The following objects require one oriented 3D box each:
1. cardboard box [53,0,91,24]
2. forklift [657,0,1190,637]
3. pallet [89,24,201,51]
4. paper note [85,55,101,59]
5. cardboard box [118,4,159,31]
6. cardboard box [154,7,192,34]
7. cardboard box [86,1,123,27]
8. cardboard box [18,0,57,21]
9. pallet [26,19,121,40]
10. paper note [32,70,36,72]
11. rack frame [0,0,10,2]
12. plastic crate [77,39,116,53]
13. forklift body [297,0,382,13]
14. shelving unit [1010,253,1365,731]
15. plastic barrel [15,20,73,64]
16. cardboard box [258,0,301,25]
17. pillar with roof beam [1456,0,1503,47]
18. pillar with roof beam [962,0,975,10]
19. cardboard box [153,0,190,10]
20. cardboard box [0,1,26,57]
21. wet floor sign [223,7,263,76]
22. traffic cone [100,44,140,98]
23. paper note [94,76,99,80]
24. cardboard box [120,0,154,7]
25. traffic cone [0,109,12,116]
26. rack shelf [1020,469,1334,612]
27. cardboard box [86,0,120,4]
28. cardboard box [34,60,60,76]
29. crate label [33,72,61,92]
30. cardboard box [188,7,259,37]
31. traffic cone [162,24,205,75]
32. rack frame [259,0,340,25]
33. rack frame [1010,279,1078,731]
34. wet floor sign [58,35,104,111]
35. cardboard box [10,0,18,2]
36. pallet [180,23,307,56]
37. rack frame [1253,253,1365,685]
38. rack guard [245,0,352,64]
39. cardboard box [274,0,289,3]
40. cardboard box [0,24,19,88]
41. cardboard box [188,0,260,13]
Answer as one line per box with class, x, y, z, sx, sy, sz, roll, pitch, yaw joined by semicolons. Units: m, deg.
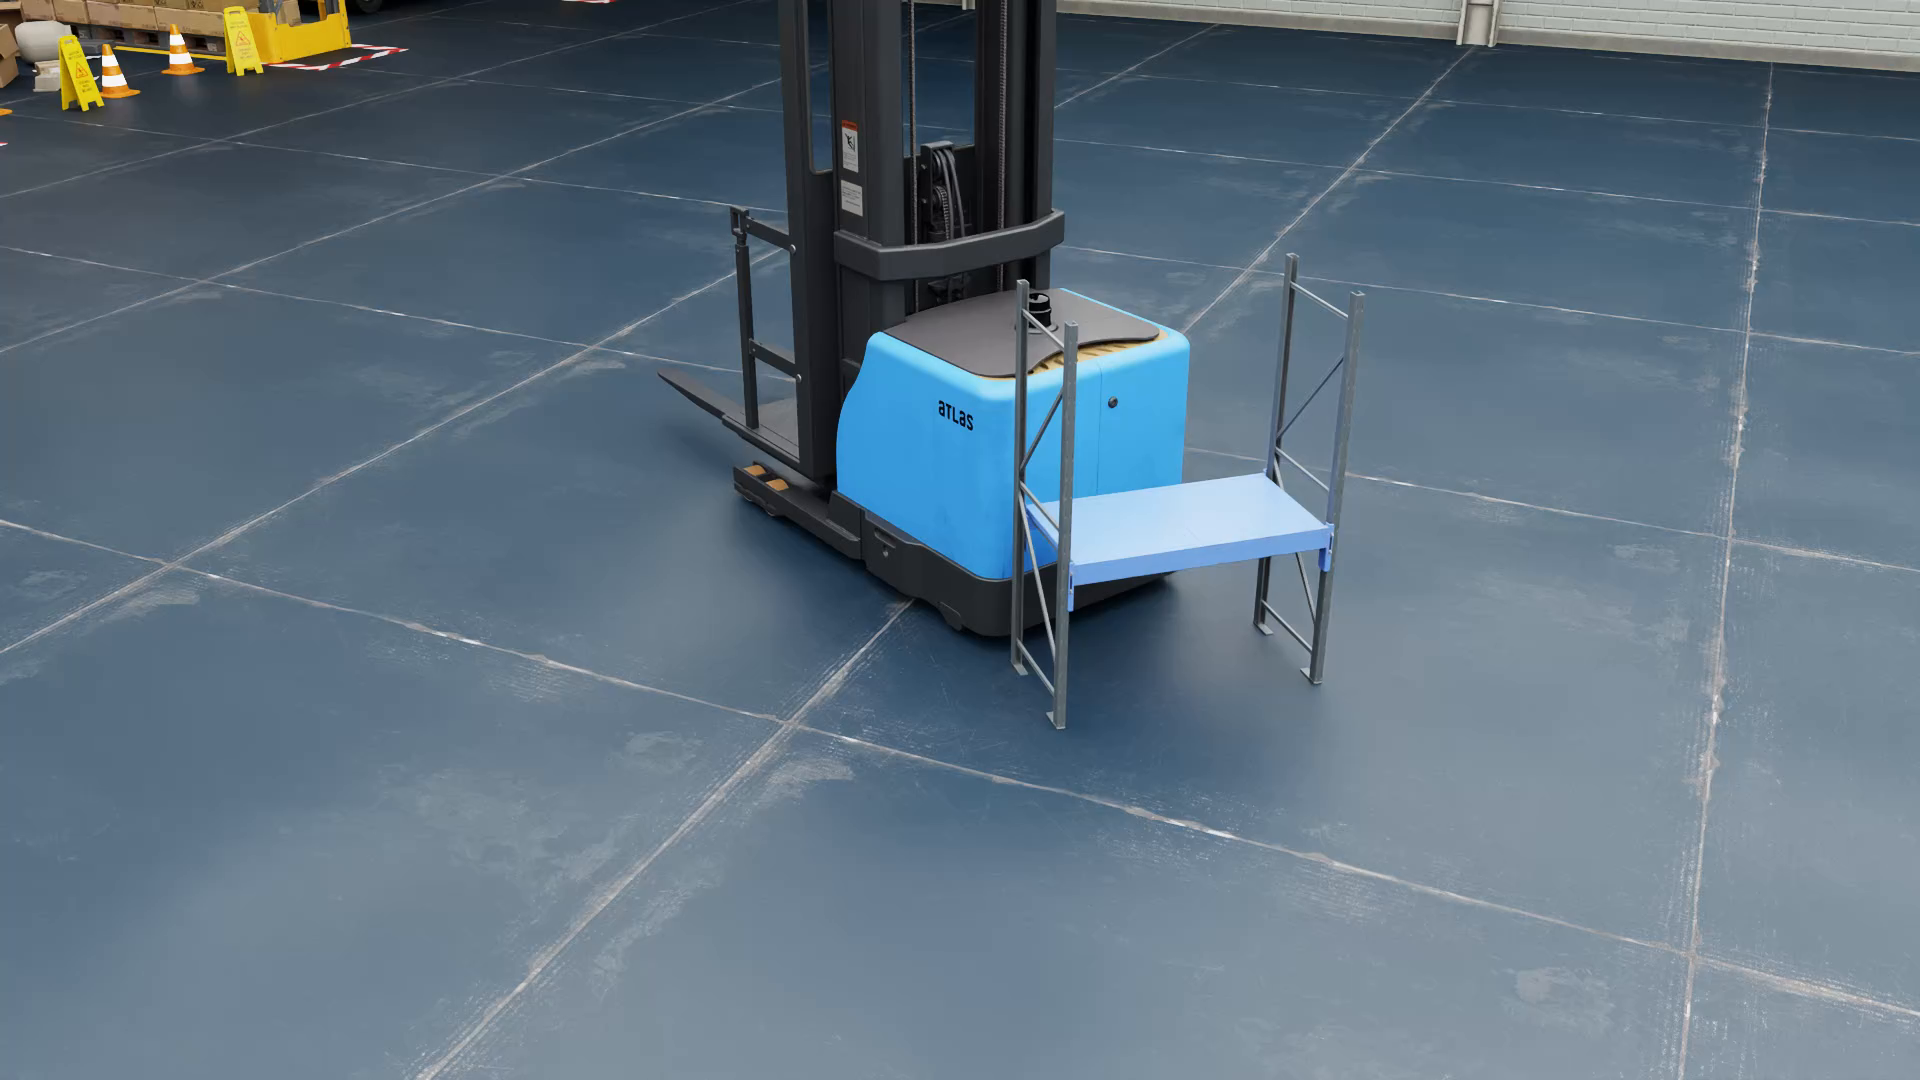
cardboard box;-9.713;-5.935;18.546;0.500;0.250;0.500;13;29;25
forklift;-0.376;-1.536;7.053;1.130;2.935;3.031;-18;32;-33
pallet;-8.889;-5.708;18.604;1.213;0.211;1.003;11;28;22
paper note;-9.197;-5.119;17.613;0.148;0.019;0.142;2;26;4
cardboard box;-8.782;-5.744;18.158;0.500;0.250;0.500;10;28;20
cardboard box;-8.304;-5.651;17.969;0.500;0.250;0.500;11;28;22
cardboard box;-9.229;-5.839;18.351;0.500;0.250;0.500;11;28;21
cardboard box;-10.204;-6.028;18.735;0.500;0.250;0.500;10;28;19
pallet;-10.003;-5.930;19.055;1.213;0.211;1.003;11;28;22
paper note;-9.384;-4.809;16.996;0.142;0.019;0.148;23;35;39
rack frame;-10.629;-7.290;18.660;0.127;3.000;1.000;11;28;22
plastic crate;-9.540;-5.363;18.052;0.583;0.080;0.402;2;26;4
forklift body;-7.418;-7.787;20.632;1.214;2.155;2.313;11;28;22
shelving unit;0.767;-0.174;5.906;1.048;1.500;0.538;-8;27;-16
plastic barrel;-9.495;-5.171;17.274;0.512;0.421;0.421;-12;29;-23
cardboard box;-7.608;-5.772;18.215;0.500;0.250;0.500;11;28;21
pillar with roof beam;3.944;-7.811;12.927;0.400;9.000;9.100;11;28;22
pillar with roof beam;-1.518;-8.908;15.155;0.400;9.000;9.100;11;28;22
cardboard box;-8.302;-5.985;17.799;0.500;0.500;0.500;12;29;24
cardboard box;-10.217;-5.426;17.702;0.500;0.500;0.500;-12;29;-23
wet floor sign;-7.258;-5.037;16.750;0.232;0.644;0.267;23;35;39
traffic cone;-8.063;-4.472;15.808;0.334;0.463;0.336;11;28;22
paper note;-8.673;-4.599;16.556;0.142;0.019;0.148;2;26;4
cardboard box;-8.758;-6.080;17.992;0.500;0.500;0.500;11;28;21
traffic cone;-8.841;-4.079;15.012;0.334;0.463;0.336;11;28;22
rack shelf;0.767;-0.013;5.986;1.000;0.185;0.538;-8;27;-16
cardboard box;-9.241;-6.176;18.186;0.500;0.500;0.500;13;29;24
cardboard box;-9.017;-4.707;16.641;0.380;0.149;0.250;-18;31;-31
crate label;-8.805;-4.444;16.122;0.298;0.136;0.250;-2;26;-5
cardboard box;-7.857;-5.557;17.779;0.500;0.250;0.500;11;28;22
traffic cone;-7.913;-4.980;16.841;0.334;0.463;0.336;11;28;22
rack frame;-6.988;-6.558;17.175;0.127;3.000;1.000;11;28;22
rack frame;0.282;-0.106;5.767;0.032;1.500;0.500;-8;27;-16
wet floor sign;-8.099;-4.284;15.221;0.232;0.644;0.267;6;27;13
cardboard box;-11.108;-6.394;19.341;0.625;0.372;0.950;12;29;22
pallet;-7.782;-5.484;18.149;1.213;0.211;1.003;11;28;22
rack frame;1.251;-0.243;6.045;0.032;1.500;0.500;-8;27;-16
rack guard;-7.057;-5.451;17.755;0.348;0.500;1.175;11;28;22
cardboard box;-7.630;-6.112;18.057;0.500;0.500;0.500;10;28;20
cardboard box;-9.635;-4.741;16.311;0.637;0.503;0.797;-7;27;-14
cardboard box;-7.825;-5.891;17.608;0.500;0.500;0.500;12;28;22
